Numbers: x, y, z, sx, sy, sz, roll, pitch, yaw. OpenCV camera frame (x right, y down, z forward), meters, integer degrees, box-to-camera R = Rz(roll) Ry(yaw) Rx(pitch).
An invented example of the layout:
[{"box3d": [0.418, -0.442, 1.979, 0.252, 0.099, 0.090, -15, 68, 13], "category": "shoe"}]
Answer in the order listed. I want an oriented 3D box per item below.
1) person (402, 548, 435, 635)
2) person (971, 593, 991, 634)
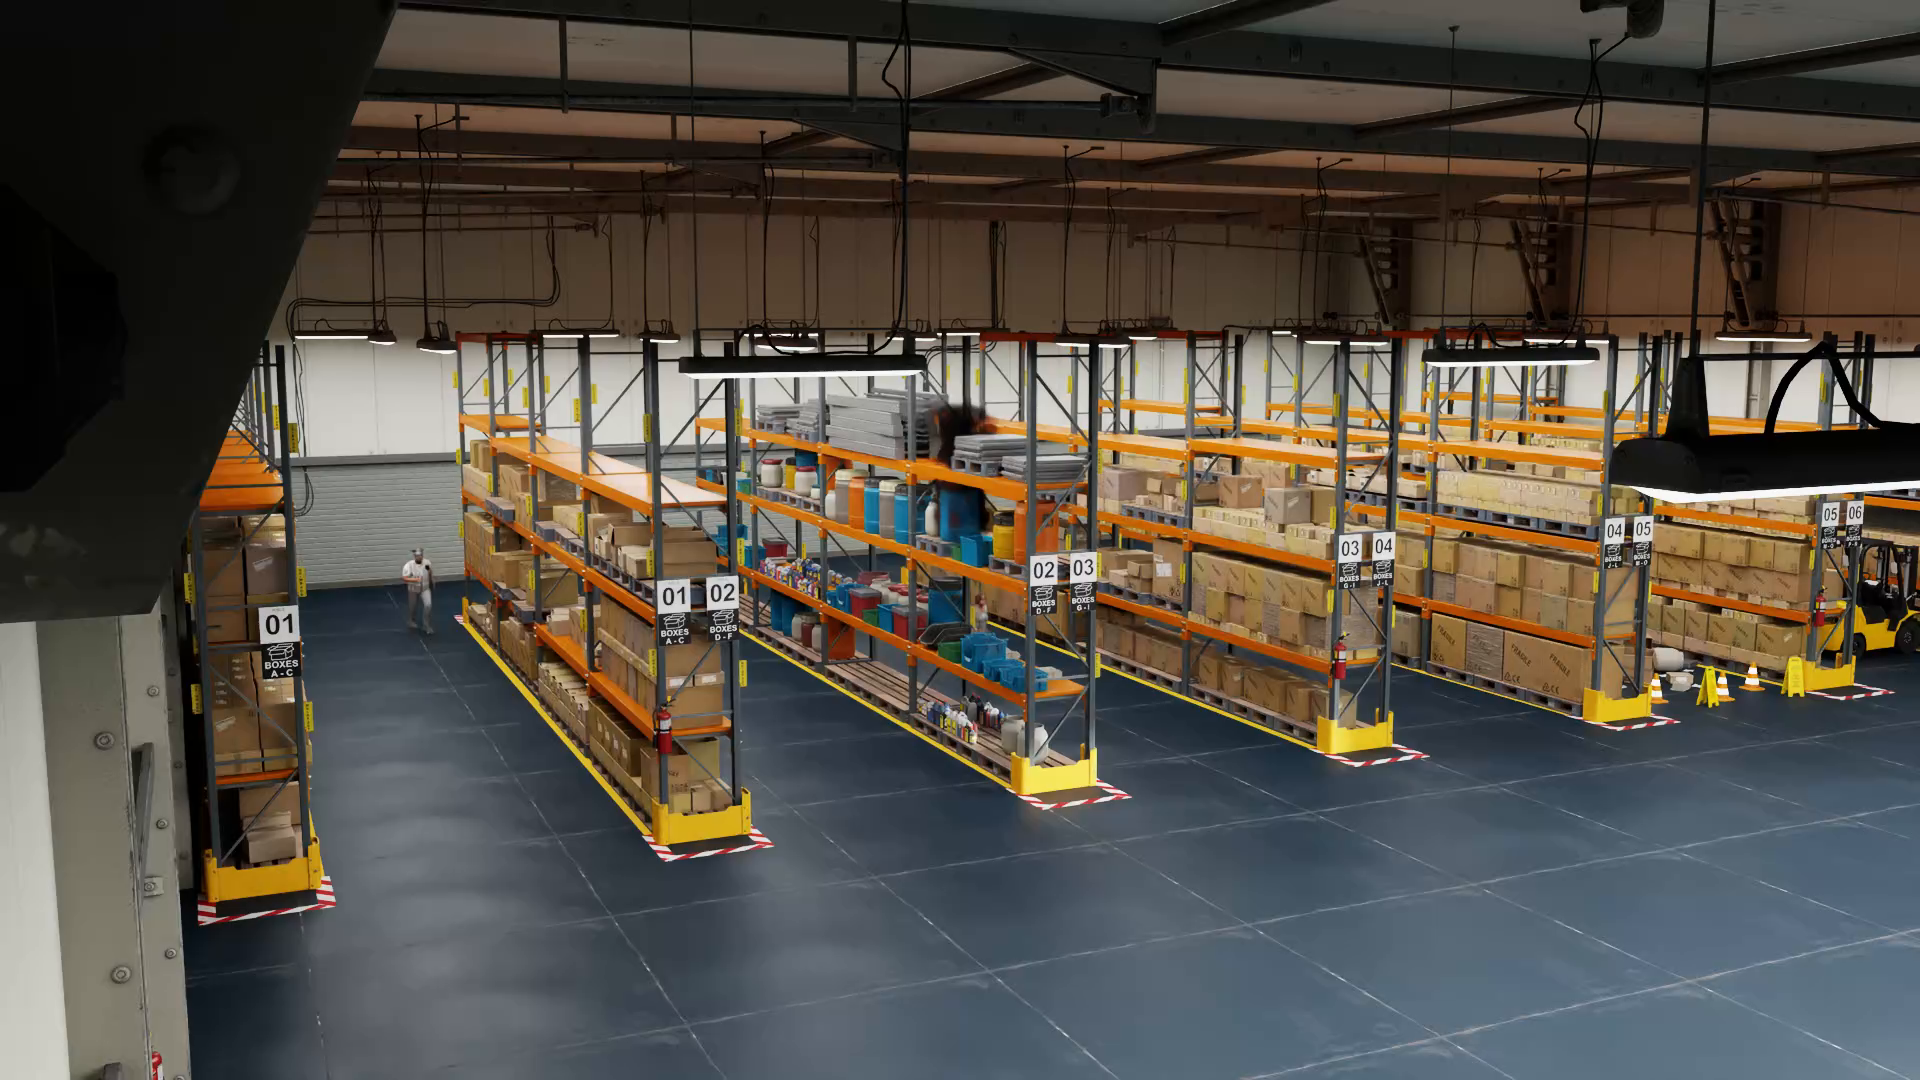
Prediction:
[{"box3d": [-10.829, 1.001, 33.281, 0.678, 1.755, 1.008, -5, 9, -31], "category": "person"}, {"box3d": [0.249, 1.669, 29.062, 0.539, 1.547, 0.682, -7, 10, -42], "category": "person"}]
